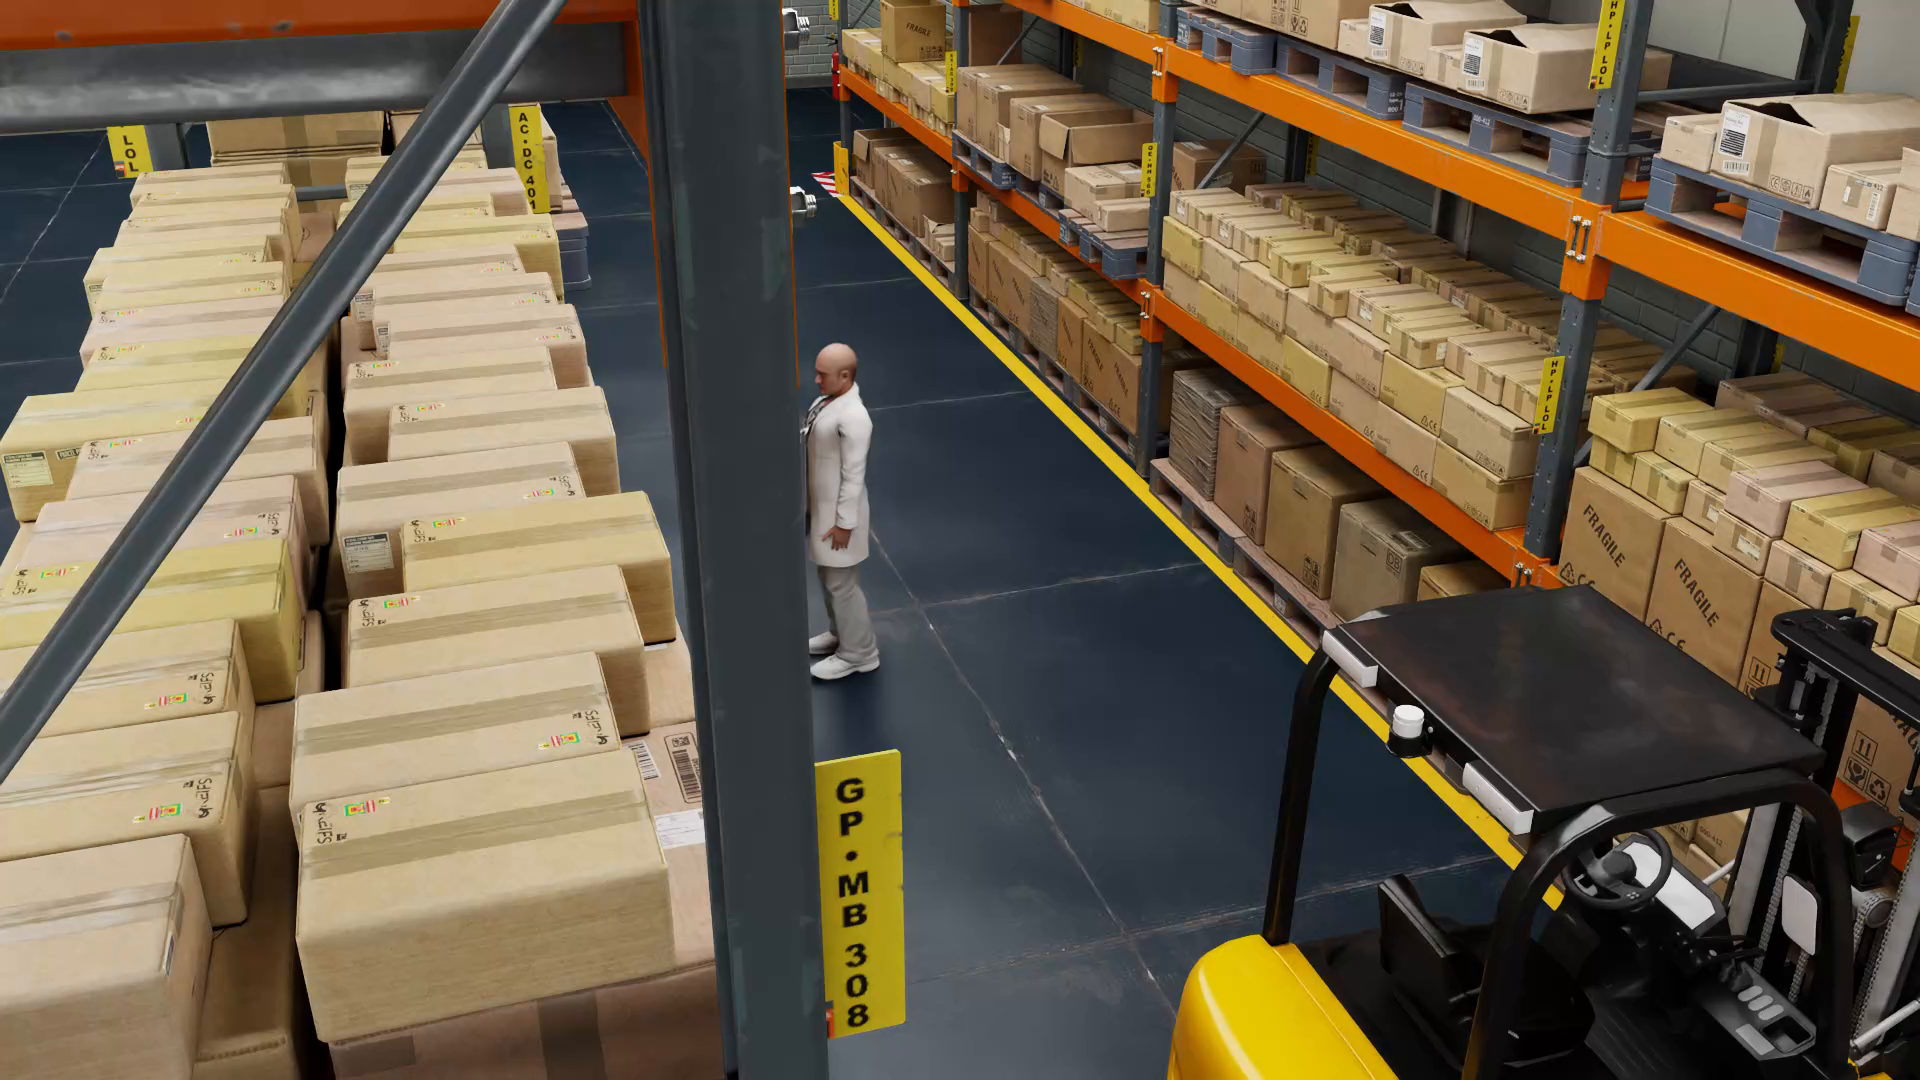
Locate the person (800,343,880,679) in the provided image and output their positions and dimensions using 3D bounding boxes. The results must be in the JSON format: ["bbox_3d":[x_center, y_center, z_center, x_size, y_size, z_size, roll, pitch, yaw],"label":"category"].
[{"bbox_3d":[-0.627,-0.148,8.440,0.383,1.775,0.563,-7,27,-15],"label":"person"}]
